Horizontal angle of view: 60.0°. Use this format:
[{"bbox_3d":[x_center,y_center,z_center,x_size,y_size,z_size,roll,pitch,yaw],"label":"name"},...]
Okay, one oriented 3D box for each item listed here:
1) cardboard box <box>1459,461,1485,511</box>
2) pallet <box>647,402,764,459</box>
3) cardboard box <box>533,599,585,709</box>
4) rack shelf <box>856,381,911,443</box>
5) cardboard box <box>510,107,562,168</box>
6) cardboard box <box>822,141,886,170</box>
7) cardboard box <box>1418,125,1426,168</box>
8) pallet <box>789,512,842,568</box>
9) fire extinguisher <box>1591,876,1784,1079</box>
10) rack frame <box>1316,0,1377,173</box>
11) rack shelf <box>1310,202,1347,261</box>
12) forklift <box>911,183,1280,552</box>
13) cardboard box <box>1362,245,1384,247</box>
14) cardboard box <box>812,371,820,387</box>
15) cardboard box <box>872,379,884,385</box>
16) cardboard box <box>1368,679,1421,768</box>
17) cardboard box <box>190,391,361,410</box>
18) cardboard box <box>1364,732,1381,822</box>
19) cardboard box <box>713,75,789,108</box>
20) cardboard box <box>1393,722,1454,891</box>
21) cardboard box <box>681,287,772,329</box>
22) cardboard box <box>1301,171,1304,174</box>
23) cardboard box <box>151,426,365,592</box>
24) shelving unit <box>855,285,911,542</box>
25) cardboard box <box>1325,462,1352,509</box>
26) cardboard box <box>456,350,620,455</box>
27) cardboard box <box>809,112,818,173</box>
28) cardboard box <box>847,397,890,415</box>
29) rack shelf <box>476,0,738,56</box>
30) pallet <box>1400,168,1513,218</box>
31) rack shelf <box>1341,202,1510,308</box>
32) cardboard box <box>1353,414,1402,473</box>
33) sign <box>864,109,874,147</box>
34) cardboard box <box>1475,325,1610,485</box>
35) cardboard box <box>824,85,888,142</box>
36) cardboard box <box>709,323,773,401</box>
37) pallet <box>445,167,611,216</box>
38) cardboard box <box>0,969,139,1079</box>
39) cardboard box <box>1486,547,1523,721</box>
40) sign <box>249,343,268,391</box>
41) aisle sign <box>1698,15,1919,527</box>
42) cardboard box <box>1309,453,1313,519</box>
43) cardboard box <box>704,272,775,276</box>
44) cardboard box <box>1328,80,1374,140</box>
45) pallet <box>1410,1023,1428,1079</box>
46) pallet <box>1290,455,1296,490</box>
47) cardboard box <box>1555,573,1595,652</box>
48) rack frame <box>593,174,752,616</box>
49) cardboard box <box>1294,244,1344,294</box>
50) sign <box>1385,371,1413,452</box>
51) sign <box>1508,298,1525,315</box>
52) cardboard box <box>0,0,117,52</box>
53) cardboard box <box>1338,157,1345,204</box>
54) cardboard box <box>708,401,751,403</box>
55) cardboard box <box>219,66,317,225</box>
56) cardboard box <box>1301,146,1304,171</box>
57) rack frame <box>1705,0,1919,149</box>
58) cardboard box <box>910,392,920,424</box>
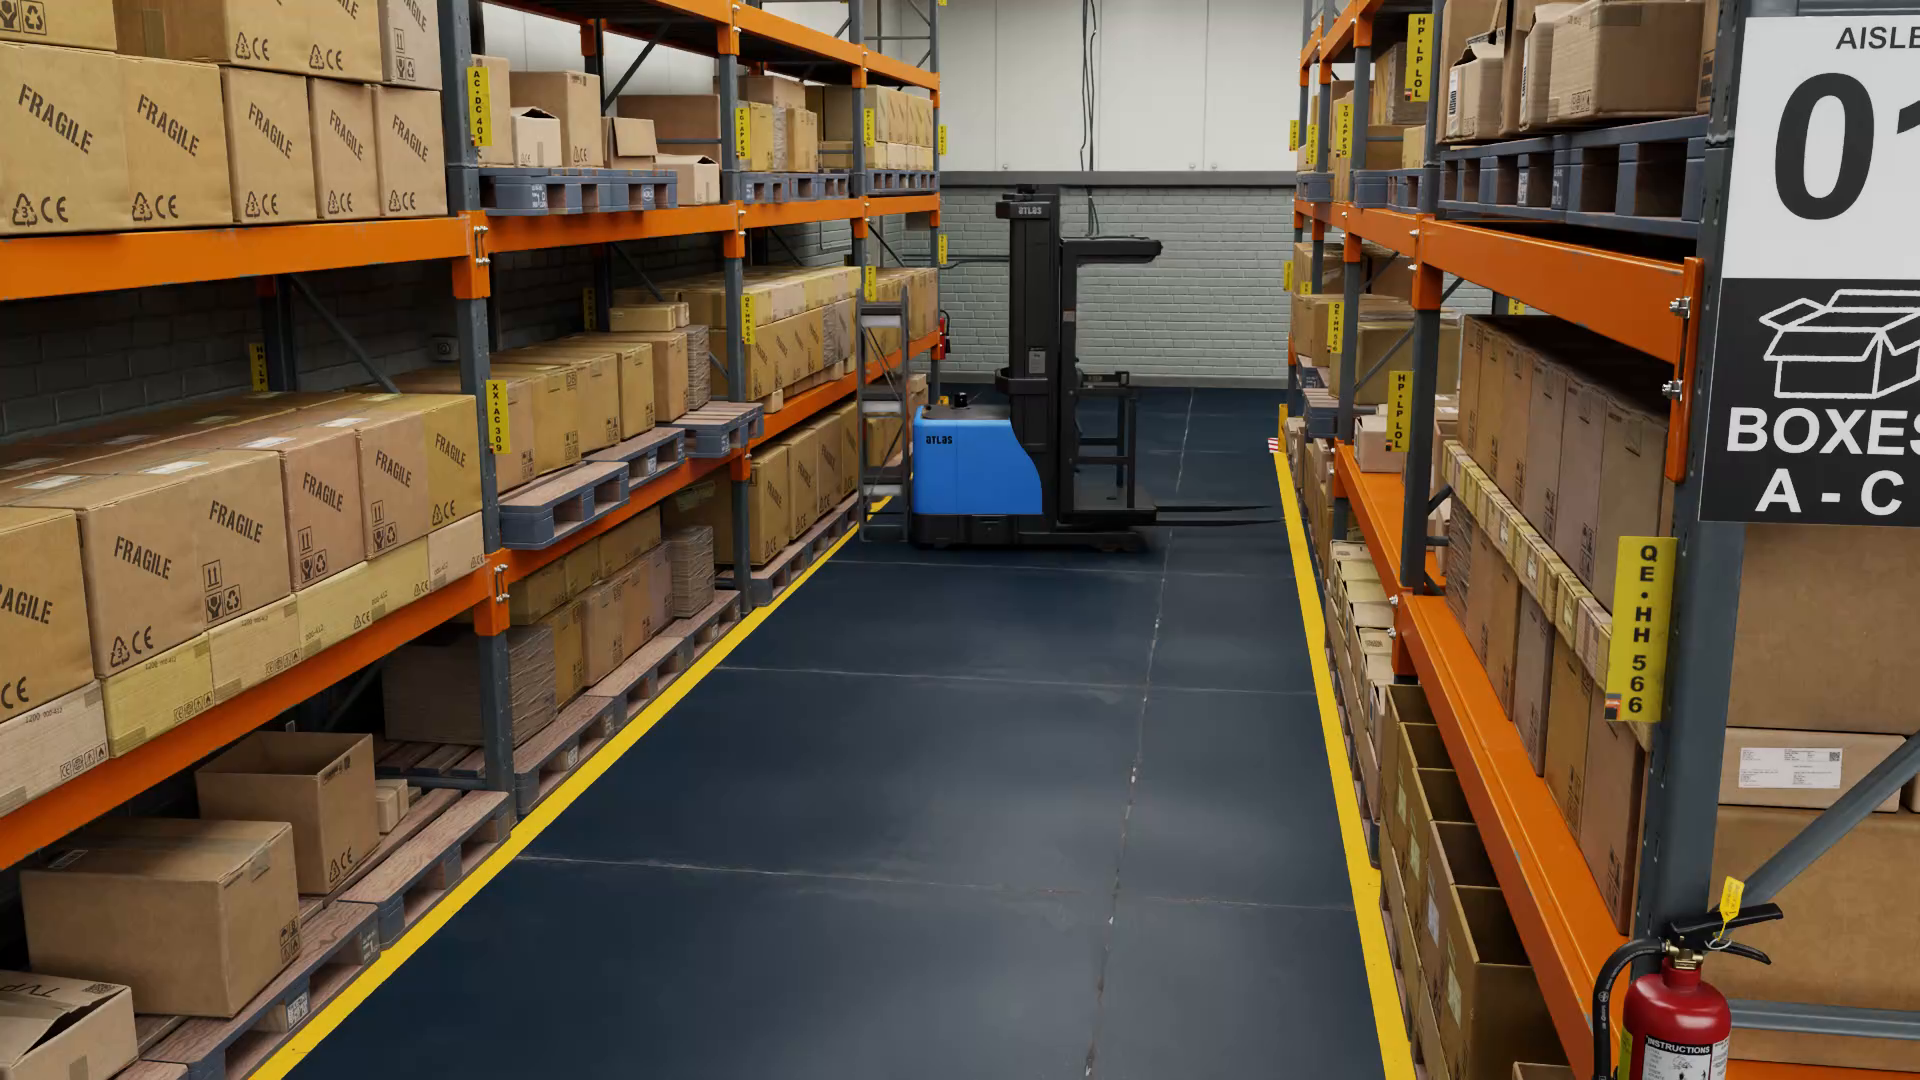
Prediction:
[{"bbox_3d":[2.007,-0.186,5.960,0.380,0.149,0.250,2,12,7],"label":"cardboard box"},{"bbox_3d":[-1.968,-0.723,10.682,1.213,0.211,1.003,2,12,9],"label":"pallet"},{"bbox_3d":[-2.452,0.608,8.940,0.700,0.500,0.500,2,12,8],"label":"cardboard box"},{"bbox_3d":[-0.638,-1.049,13.939,0.431,0.518,0.480,0,12,1],"label":"rack shelf"},{"bbox_3d":[-2.321,-2.003,8.263,0.500,0.311,0.500,2,12,10],"label":"cardboard box"},{"bbox_3d":[-0.982,-3.583,15.503,0.500,0.250,0.500,2,12,8],"label":"cardboard box"},{"bbox_3d":[2.855,-2.201,9.325,0.500,0.250,0.500,2,12,10],"label":"cardboard box"},{"bbox_3d":[-1.578,-0.020,13.585,1.003,0.211,1.213,2,12,9],"label":"pallet"},{"bbox_3d":[1.224,0.904,2.861,0.296,0.674,0.183,2,12,9],"label":"fire extinguisher"},{"bbox_3d":[3.547,-4.574,13.857,1.000,3.000,0.127,2,12,9],"label":"rack frame"},{"bbox_3d":[3.239,-2.340,12.317,1.077,0.370,4.000,2,12,9],"label":"rack shelf"},{"bbox_3d":[1.121,-1.445,13.743,3.031,2.935,1.130,0,12,0],"label":"forklift"},{"bbox_3d":[4.288,-2.805,17.277,0.500,0.500,0.500,2,12,10],"label":"cardboard box"},{"bbox_3d":[-1.359,-1.345,13.665,0.380,0.149,0.250,2,12,7],"label":"cardboard box"},{"bbox_3d":[-1.037,-1.660,17.973,0.380,0.149,0.250,2,12,9],"label":"cardboard box"},{"bbox_3d":[2.095,0.795,7.382,0.500,0.311,0.500,2,12,9],"label":"cardboard box"},{"bbox_3d":[-2.858,-0.348,7.015,0.500,0.500,0.500,2,12,7],"label":"cardboard box"},{"bbox_3d":[2.094,1.067,7.451,0.500,0.250,0.500,2,12,8],"label":"cardboard box"},{"bbox_3d":[-1.683,-3.603,13.412,0.500,0.250,0.500,1,12,7],"label":"cardboard box"},{"bbox_3d":[1.867,0.987,6.043,0.500,0.500,0.500,2,12,9],"label":"cardboard box"},{"bbox_3d":[-1.635,-1.631,11.671,0.500,0.250,0.500,2,12,10],"label":"cardboard box"},{"bbox_3d":[3.667,-3.560,16.630,0.500,0.250,0.500,2,12,9],"label":"cardboard box"},{"bbox_3d":[-2.505,-0.122,5.966,0.500,0.500,0.500,2,12,7],"label":"cardboard box"},{"bbox_3d":[-0.638,-1.062,13.937,0.431,2.100,0.503,0,12,1],"label":"shelving unit"},{"bbox_3d":[2.848,-0.382,11.757,0.500,0.250,0.500,2,12,11],"label":"cardboard box"},{"bbox_3d":[-2.303,-0.759,9.112,0.700,0.500,0.500,4,13,16],"label":"cardboard box"},{"bbox_3d":[-1.592,-3.352,14.024,0.700,0.500,0.500,1,12,6],"label":"cardboard box"},{"bbox_3d":[-0.899,-1.319,16.391,0.380,0.149,0.250,2,12,11],"label":"cardboard box"},{"bbox_3d":[-2.271,-2.937,8.920,1.077,0.370,4.000,2,12,9],"label":"rack shelf"},{"bbox_3d":[2.439,-1.533,7.319,0.805,0.209,1.217,1,12,6],"label":"pallet"},{"bbox_3d":[2.624,-1.507,8.453,1.077,0.370,4.000,2,12,9],"label":"rack shelf"},{"bbox_3d":[2.603,-0.585,9.800,0.500,0.311,0.500,2,12,8],"label":"cardboard box"},{"bbox_3d":[-0.811,-3.658,14.754,0.100,0.325,0.005,2,12,9],"label":"sign"},{"bbox_3d":[2.178,-0.461,5.696,0.700,0.500,0.500,2,12,9],"label":"cardboard box"},{"bbox_3d":[-0.962,-3.954,15.442,0.500,0.500,0.500,2,12,8],"label":"cardboard box"},{"bbox_3d":[-1.636,-1.265,11.753,0.500,0.500,0.500,2,12,10],"label":"cardboard box"},{"bbox_3d":[-2.379,-1.635,7.787,1.213,0.211,1.003,2,12,9],"label":"pallet"},{"bbox_3d":[-2.911,1.537,5.081,0.500,0.311,0.500,3,13,13],"label":"cardboard box"},{"bbox_3d":[2.099,0.282,5.327,0.700,0.500,0.500,2,12,9],"label":"cardboard box"},{"bbox_3d":[-3.128,-0.719,7.461,0.100,0.325,0.005,2,12,9],"label":"sign"},{"bbox_3d":[1.401,-0.410,2.604,0.394,0.787,0.004,2,12,9],"label":"aisle sign"},{"bbox_3d":[3.161,-0.430,13.758,0.500,0.500,0.500,2,12,9],"label":"cardboard box"},{"bbox_3d":[-1.823,-2.071,13.710,0.500,0.250,0.500,1,12,7],"label":"cardboard box"},{"bbox_3d":[3.584,-3.748,14.532,0.700,0.500,0.500,2,12,9],"label":"cardboard box"},{"bbox_3d":[1.968,1.806,5.111,1.003,0.211,1.213,2,12,9],"label":"pallet"},{"bbox_3d":[3.839,-0.676,16.628,1.003,0.211,1.213,2,12,9],"label":"pallet"},{"bbox_3d":[1.731,0.190,4.213,0.380,0.149,0.250,2,12,10],"label":"cardboard box"},{"bbox_3d":[-1.964,-0.968,11.366,1.000,3.000,0.127,2,12,9],"label":"rack frame"},{"bbox_3d":[3.760,-2.819,17.342,0.500,0.500,0.500,2,12,9],"label":"cardboard box"},{"bbox_3d":[1.779,-0.519,6.720,0.100,0.325,0.005,2,12,9],"label":"sign"},{"bbox_3d":[3.481,-1.357,10.423,0.100,0.325,0.005,2,12,9],"label":"sign"},{"bbox_3d":[-2.700,-1.599,4.514,0.500,0.500,0.500,2,12,10],"label":"cardboard box"},{"bbox_3d":[3.044,-2.522,11.218,0.910,0.500,0.500,2,12,9],"label":"cardboard box"},{"bbox_3d":[-1.684,-0.916,11.674,0.380,0.149,0.250,2,12,8],"label":"cardboard box"},{"bbox_3d":[-2.550,-1.326,5.621,0.500,0.500,0.500,1,12,6],"label":"cardboard box"},{"bbox_3d":[3.671,-3.805,16.577,0.500,0.250,0.500,2,12,9],"label":"cardboard box"},{"bbox_3d":[1.701,-2.076,2.266,1.000,3.000,0.127,2,12,9],"label":"rack frame"},{"bbox_3d":[-0.819,-1.364,18.138,0.700,0.500,0.500,2,12,8],"label":"cardboard box"}]
